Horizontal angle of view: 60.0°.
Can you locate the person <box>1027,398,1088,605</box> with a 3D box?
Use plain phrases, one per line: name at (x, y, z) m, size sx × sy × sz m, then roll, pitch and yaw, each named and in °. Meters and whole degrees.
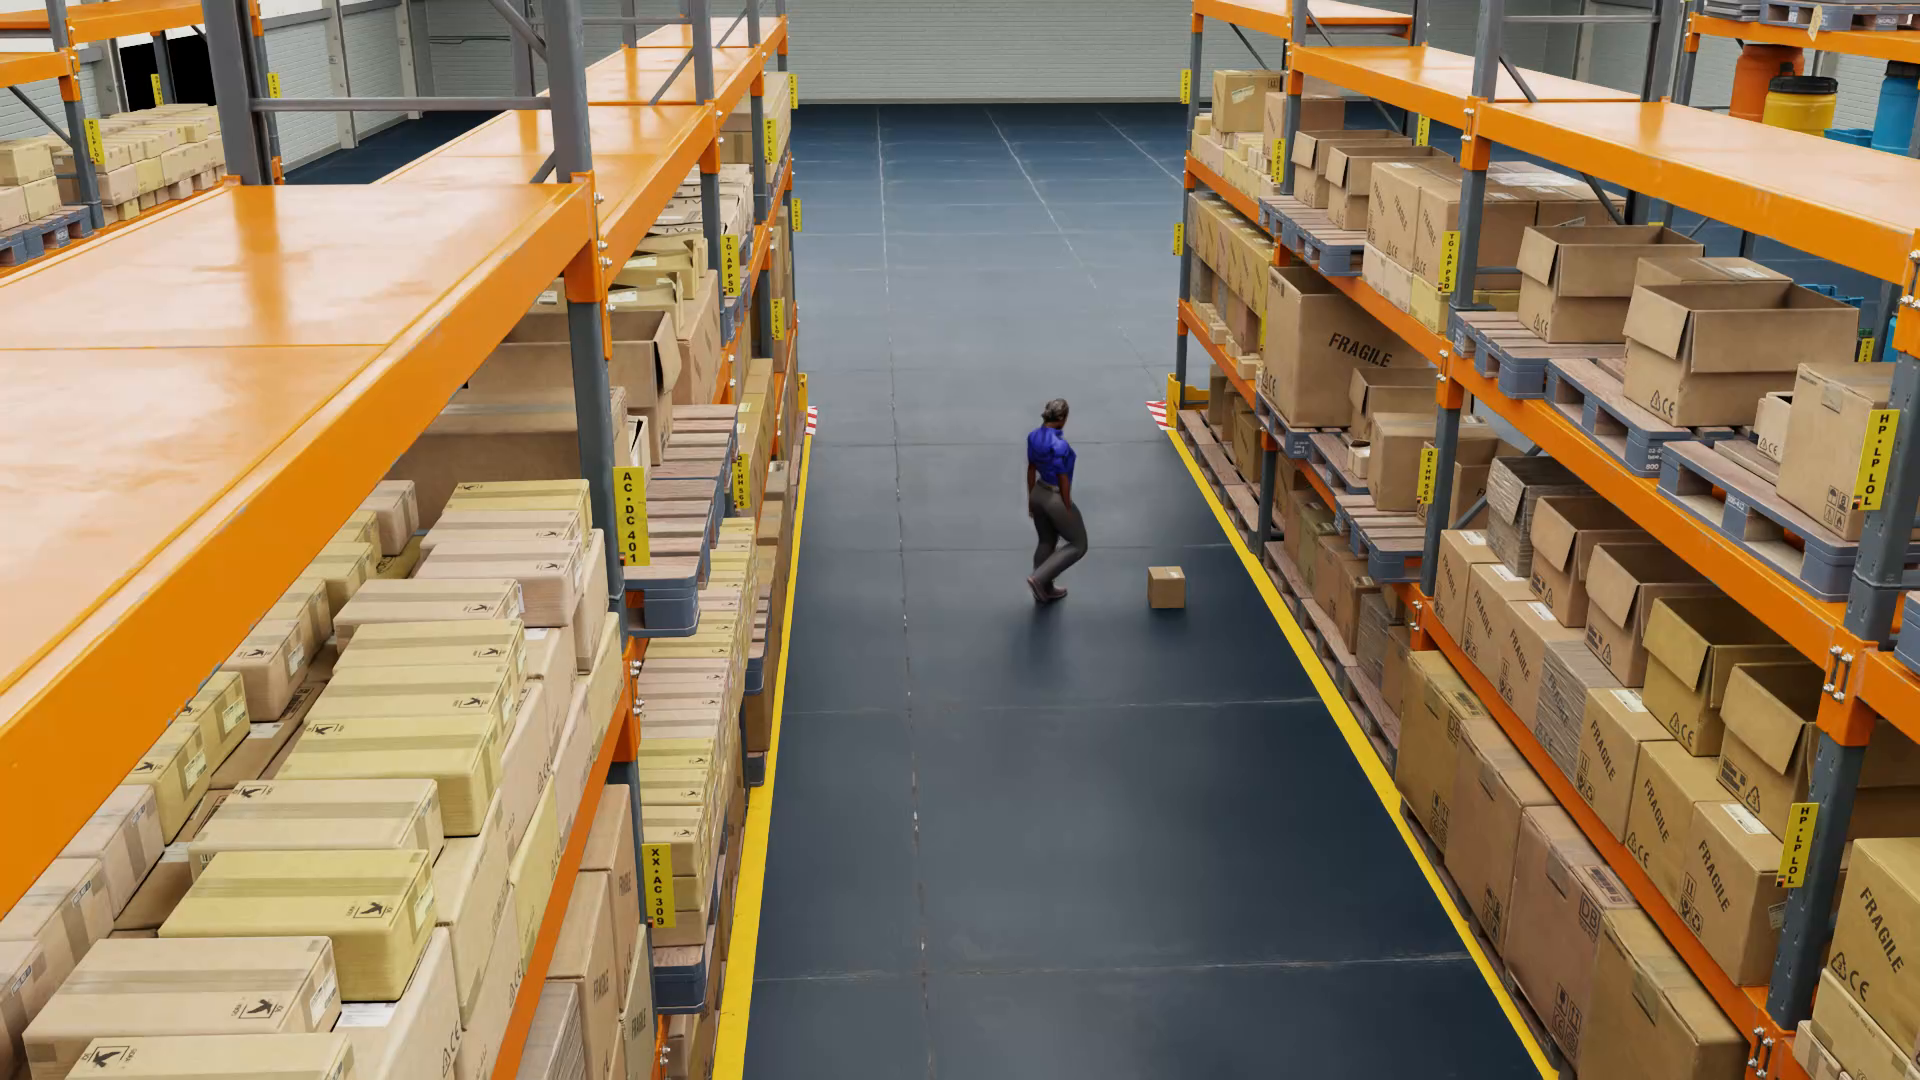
person at (0.681, -0.271, 12.603) m, size 0.505 × 1.650 × 0.461 m, roll -12°, pitch 24°, yaw -29°
